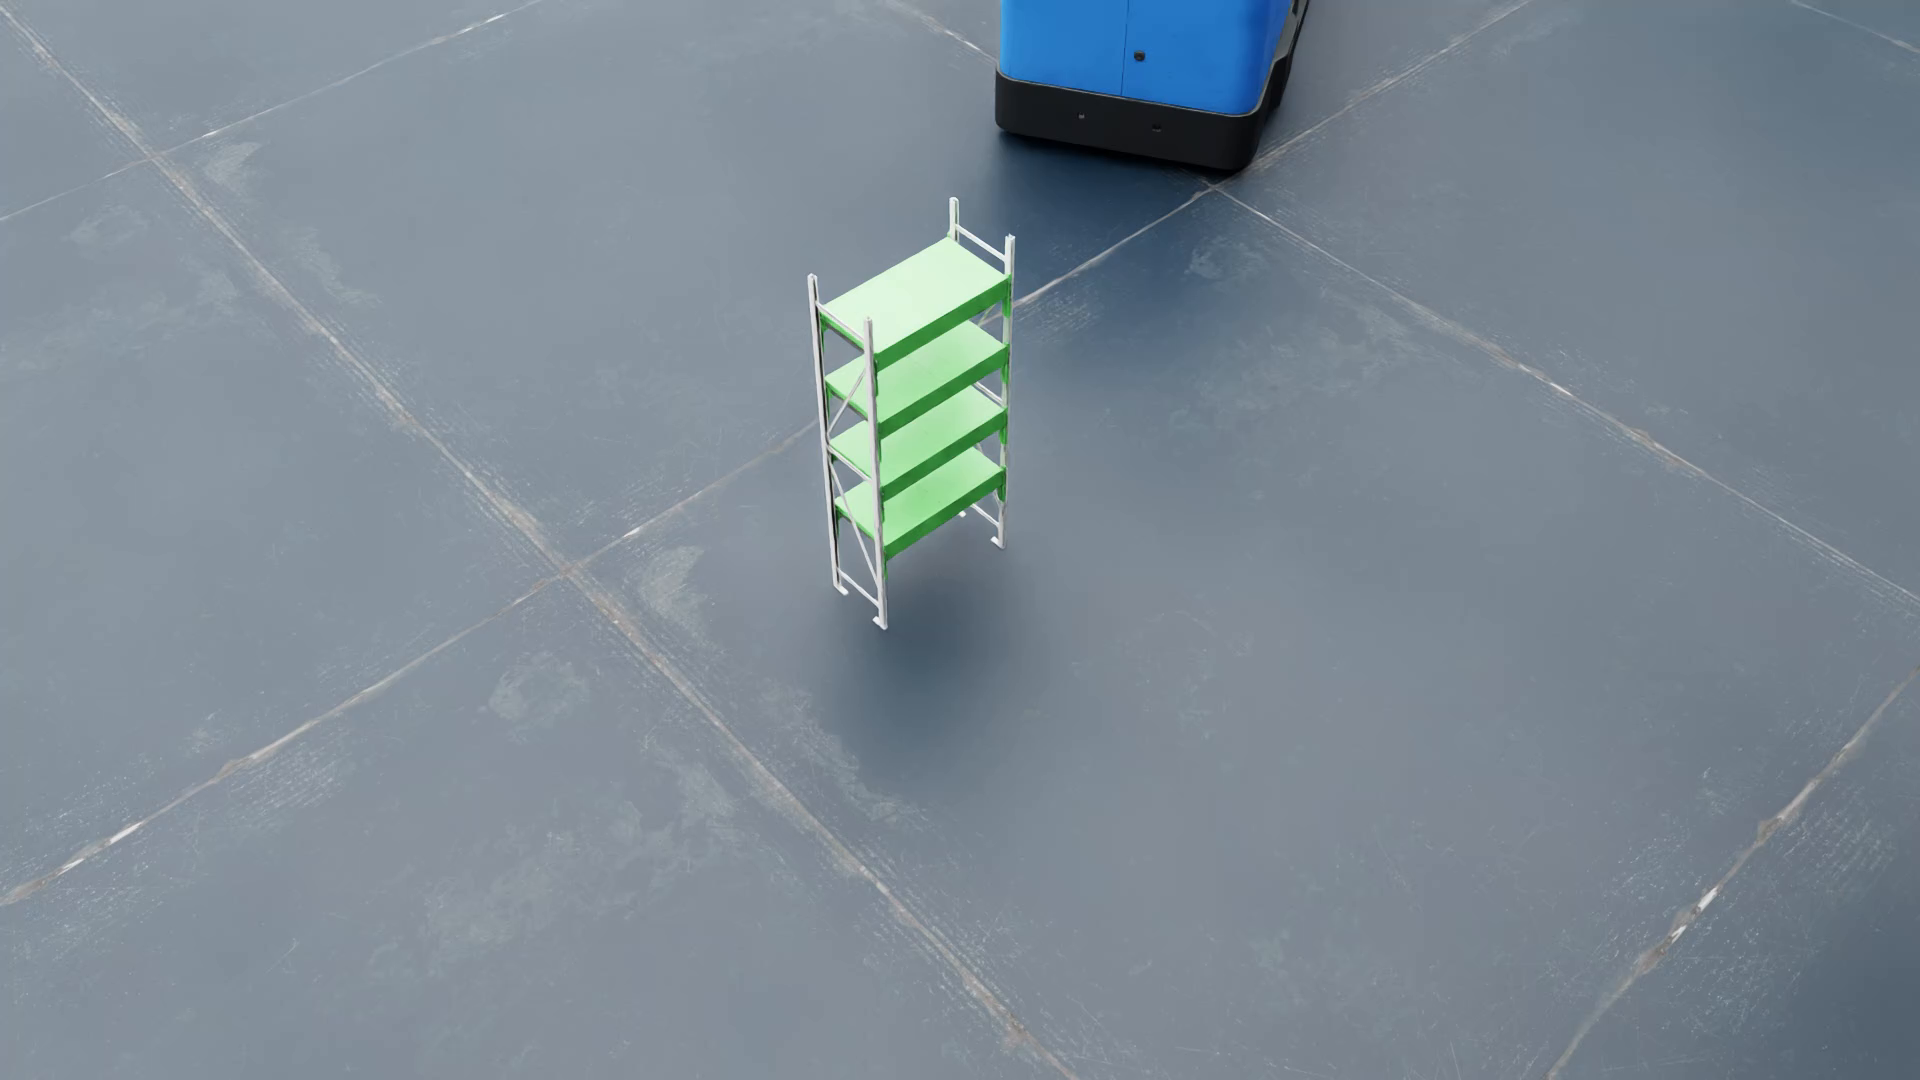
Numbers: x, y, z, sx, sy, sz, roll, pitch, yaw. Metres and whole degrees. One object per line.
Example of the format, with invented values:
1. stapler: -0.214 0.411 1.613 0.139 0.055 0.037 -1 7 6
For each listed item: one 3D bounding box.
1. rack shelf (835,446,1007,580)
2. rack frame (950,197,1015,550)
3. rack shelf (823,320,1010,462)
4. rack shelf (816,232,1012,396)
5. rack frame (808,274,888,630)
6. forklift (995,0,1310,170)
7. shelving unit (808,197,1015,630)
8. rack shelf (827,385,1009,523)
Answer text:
1. rack shelf: -0.122 -0.119 4.957 0.480 0.148 0.258 -34 56 -27
2. rack frame: 0.058 -0.446 4.845 0.015 1.200 0.240 -34 56 -27
3. rack shelf: -0.122 -0.444 4.604 0.480 0.148 0.258 -34 56 -27
4. rack shelf: -0.122 -0.607 4.428 0.480 0.148 0.258 -34 56 -27
5. rack frame: -0.303 -0.204 4.622 0.015 1.200 0.240 -34 56 -27
6. forklift: 1.059 -3.546 6.528 1.130 2.935 3.031 13 49 11
7. shelving unit: -0.122 -0.325 4.734 0.503 1.200 0.258 -34 56 -27
8. rack shelf: -0.122 -0.282 4.780 0.480 0.148 0.258 -34 56 -27
